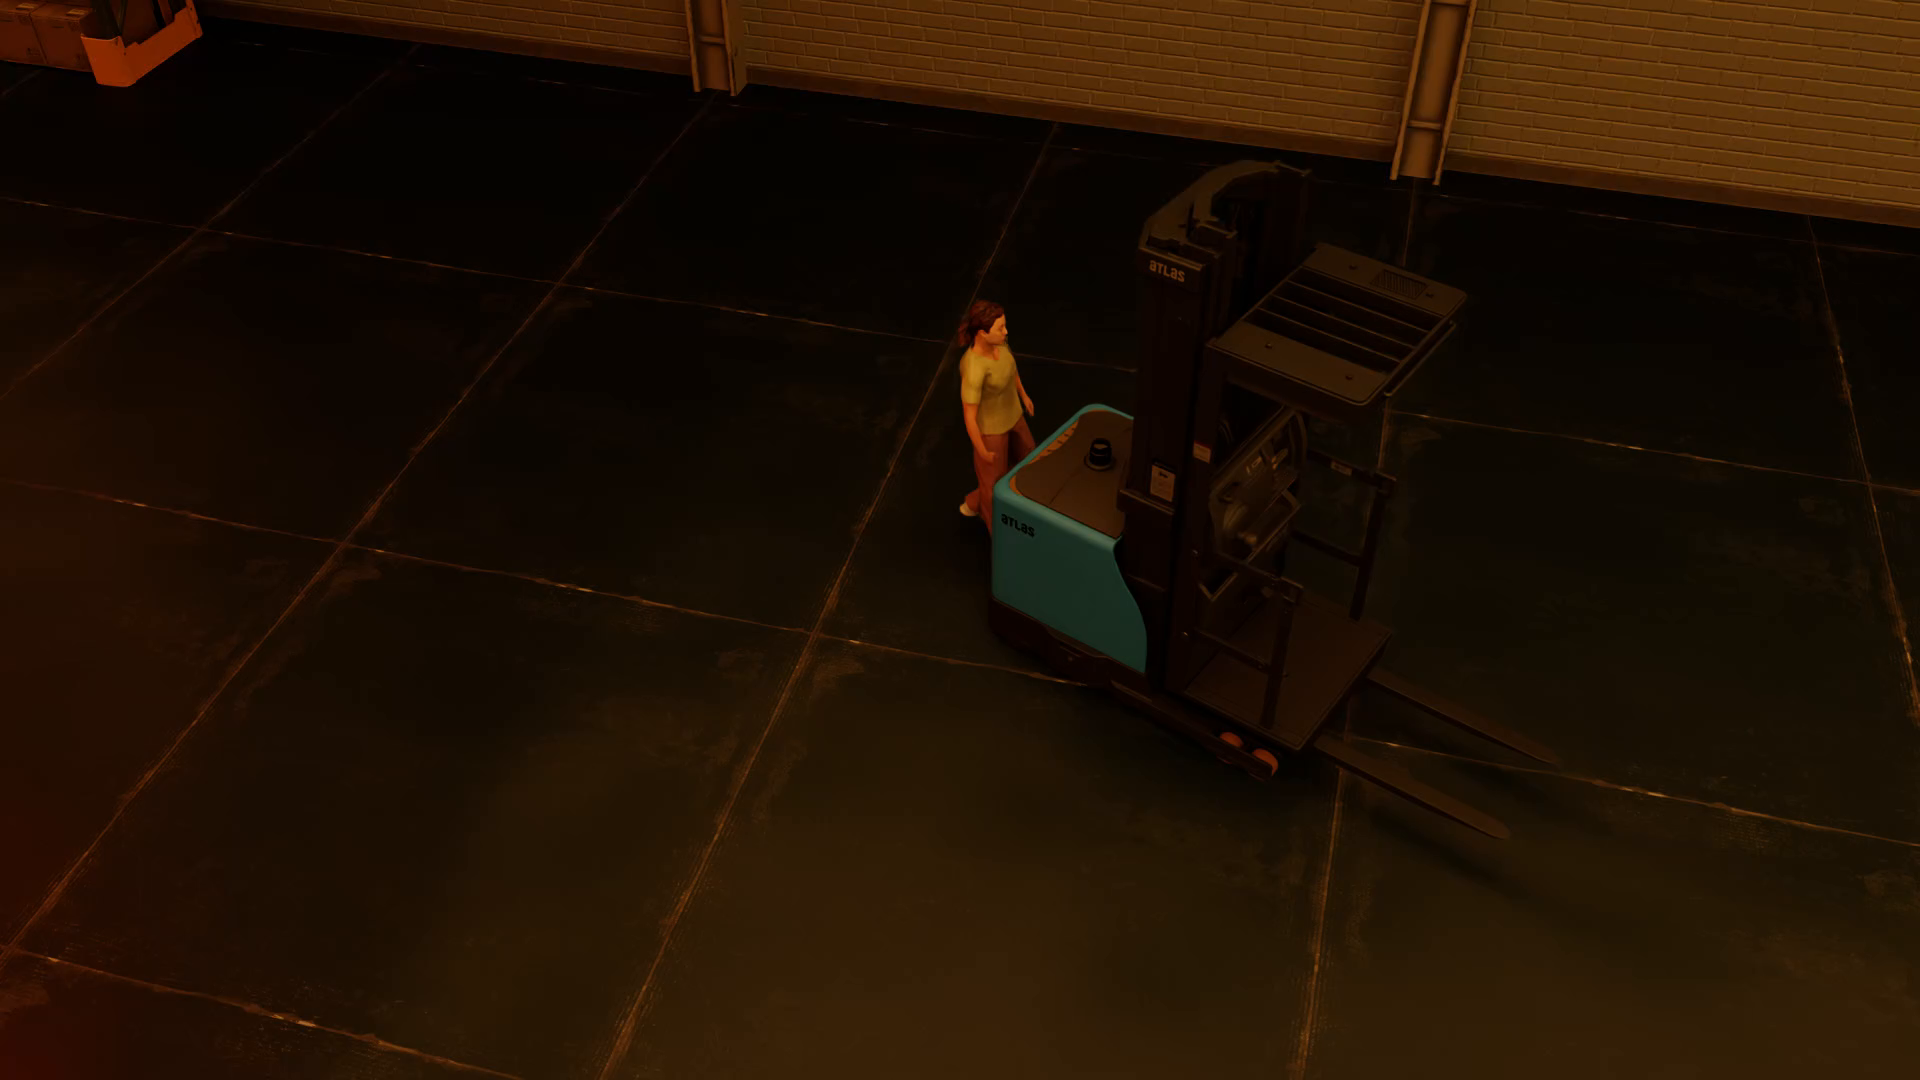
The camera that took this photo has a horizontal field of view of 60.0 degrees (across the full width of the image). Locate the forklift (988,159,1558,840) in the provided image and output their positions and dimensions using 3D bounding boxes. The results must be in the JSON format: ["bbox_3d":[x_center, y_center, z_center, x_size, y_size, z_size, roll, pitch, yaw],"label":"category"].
[{"bbox_3d":[1.642,-0.251,8.148,3.031,2.935,1.130,26,48,27],"label":"forklift"}]

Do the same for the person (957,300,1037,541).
[{"bbox_3d":[0.303,-0.622,9.517,0.704,1.610,0.634,20,45,22],"label":"person"}]
